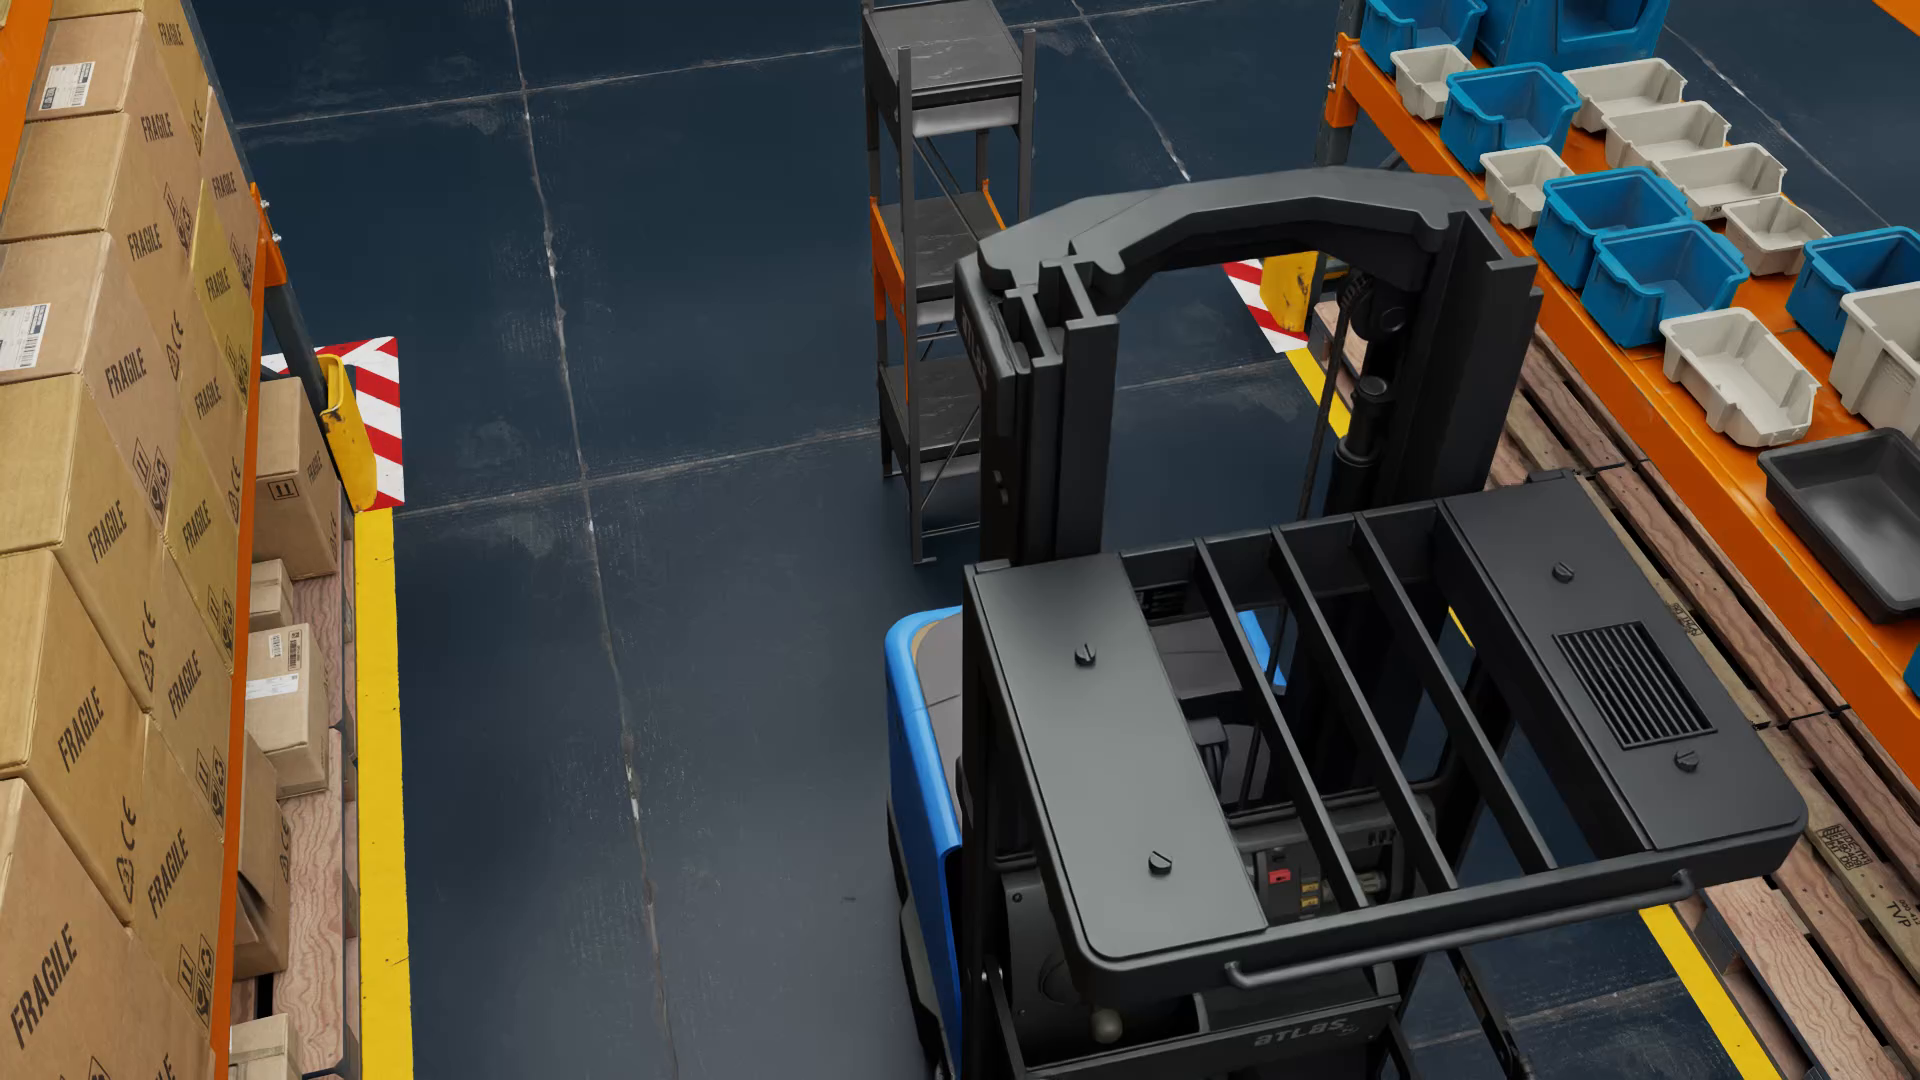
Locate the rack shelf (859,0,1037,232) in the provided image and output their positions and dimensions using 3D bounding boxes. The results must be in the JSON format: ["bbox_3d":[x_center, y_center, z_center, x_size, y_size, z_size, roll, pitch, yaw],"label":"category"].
[{"bbox_3d":[-0.042,-1.330,5.122,0.431,0.518,0.480,-11,47,-10],"label":"rack shelf"}]

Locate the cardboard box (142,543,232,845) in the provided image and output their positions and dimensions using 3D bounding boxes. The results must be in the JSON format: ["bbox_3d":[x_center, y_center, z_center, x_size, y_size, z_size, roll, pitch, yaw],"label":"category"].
[{"bbox_3d":[-1.964,0.391,3.696,0.500,0.500,0.500,-11,47,-11],"label":"cardboard box"}]

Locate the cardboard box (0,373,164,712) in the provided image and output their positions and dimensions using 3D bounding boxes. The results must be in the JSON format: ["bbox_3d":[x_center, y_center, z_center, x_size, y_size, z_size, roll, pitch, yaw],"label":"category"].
[{"bbox_3d":[-1.949,0.054,3.327,0.500,0.500,0.500,-12,47,-11],"label":"cardboard box"}]

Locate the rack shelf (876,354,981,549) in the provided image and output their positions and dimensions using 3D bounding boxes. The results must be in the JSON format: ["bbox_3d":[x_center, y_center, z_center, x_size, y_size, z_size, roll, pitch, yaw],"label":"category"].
[{"bbox_3d":[-0.042,-0.350,6.122,0.431,0.518,0.480,-11,47,-10],"label":"rack shelf"}]

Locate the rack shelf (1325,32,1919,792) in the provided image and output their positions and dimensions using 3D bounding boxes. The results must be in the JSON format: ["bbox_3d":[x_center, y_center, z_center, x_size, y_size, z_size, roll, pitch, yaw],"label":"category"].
[{"bbox_3d":[2.441,-0.505,5.149,1.077,0.370,4.000,-11,47,-10],"label":"rack shelf"}]

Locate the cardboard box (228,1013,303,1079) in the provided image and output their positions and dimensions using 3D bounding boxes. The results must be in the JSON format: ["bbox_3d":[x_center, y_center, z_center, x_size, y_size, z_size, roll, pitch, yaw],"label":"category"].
[{"bbox_3d":[-1.966,1.440,4.415,0.380,0.166,0.250,-11,47,-10],"label":"cardboard box"}]

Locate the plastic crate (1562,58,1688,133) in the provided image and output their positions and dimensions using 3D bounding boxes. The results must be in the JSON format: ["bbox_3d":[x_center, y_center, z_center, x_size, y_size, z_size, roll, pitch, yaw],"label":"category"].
[{"bbox_3d":[2.312,-1.537,5.798,0.396,0.136,0.243,-11,47,-10],"label":"plastic crate"}]

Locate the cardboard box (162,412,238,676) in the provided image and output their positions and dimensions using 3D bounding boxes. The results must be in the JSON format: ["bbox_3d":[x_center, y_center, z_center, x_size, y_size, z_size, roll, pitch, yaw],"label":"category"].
[{"bbox_3d":[-2.095,0.040,4.040,0.500,0.500,0.500,-11,47,-11],"label":"cardboard box"}]

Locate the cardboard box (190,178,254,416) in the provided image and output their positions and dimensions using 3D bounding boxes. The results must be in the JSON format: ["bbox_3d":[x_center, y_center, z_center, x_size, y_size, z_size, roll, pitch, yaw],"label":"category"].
[{"bbox_3d":[-2.347,-0.653,4.720,0.500,0.500,0.500,-10,46,-10],"label":"cardboard box"}]

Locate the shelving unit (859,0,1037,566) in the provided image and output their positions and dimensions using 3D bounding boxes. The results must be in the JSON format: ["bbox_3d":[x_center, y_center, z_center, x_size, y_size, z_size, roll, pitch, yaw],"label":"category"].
[{"bbox_3d":[-0.042,-0.849,5.612,0.431,2.100,0.503,-11,47,-10],"label":"shelving unit"}]

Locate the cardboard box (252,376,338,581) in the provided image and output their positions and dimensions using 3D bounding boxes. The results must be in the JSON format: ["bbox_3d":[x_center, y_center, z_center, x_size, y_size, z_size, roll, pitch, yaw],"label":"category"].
[{"bbox_3d":[-2.483,-0.184,5.772,0.500,0.500,0.500,-11,47,-10],"label":"cardboard box"}]

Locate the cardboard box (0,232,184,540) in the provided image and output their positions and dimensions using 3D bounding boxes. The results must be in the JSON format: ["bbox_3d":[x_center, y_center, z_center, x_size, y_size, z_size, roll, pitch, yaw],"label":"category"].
[{"bbox_3d":[-2.082,-0.303,3.676,0.500,0.500,0.500,-9,46,-9],"label":"cardboard box"}]

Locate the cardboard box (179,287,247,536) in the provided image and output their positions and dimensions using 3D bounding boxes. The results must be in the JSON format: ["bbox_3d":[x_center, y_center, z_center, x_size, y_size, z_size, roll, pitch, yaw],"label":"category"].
[{"bbox_3d":[-2.224,-0.307,4.381,0.500,0.500,0.500,-10,46,-10],"label":"cardboard box"}]

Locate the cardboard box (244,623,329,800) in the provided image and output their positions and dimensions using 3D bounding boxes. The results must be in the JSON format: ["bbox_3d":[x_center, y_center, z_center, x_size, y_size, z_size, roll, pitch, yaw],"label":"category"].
[{"bbox_3d":[-2.269,0.565,5.213,0.500,0.250,0.500,-11,47,-10],"label":"cardboard box"}]

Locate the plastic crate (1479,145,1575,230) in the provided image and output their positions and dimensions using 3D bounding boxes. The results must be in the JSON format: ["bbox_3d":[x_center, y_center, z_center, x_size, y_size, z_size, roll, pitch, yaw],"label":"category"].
[{"bbox_3d":[1.849,-1.131,5.401,0.250,0.136,0.298,-11,47,-10],"label":"plastic crate"}]

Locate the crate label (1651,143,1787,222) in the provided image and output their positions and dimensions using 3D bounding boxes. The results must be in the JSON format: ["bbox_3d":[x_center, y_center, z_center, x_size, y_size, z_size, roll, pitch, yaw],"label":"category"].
[{"bbox_3d":[2.467,-1.146,5.416,0.396,0.136,0.243,-11,47,-10],"label":"crate label"}]

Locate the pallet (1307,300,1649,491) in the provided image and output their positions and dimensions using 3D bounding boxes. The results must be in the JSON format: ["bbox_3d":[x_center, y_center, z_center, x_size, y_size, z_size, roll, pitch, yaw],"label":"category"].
[{"bbox_3d":[2.102,-0.586,6.676,1.003,0.211,1.213,-11,47,-10],"label":"pallet"}]

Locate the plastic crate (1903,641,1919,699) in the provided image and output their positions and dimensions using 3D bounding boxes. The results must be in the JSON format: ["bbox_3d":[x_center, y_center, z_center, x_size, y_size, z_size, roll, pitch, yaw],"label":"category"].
[{"bbox_3d":[2.503,0.348,3.778,0.392,0.384,0.575,-11,47,-10],"label":"plastic crate"}]

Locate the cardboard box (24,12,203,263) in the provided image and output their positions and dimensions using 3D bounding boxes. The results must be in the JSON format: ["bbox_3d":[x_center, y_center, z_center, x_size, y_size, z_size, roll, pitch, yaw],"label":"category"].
[{"bbox_3d":[-2.351,-1.014,4.374,0.500,0.500,0.500,-10,46,-9],"label":"cardboard box"}]

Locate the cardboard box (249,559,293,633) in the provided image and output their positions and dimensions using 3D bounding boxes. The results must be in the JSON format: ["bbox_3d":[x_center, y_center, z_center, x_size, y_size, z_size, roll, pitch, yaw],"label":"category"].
[{"bbox_3d":[-2.467,0.229,5.601,0.380,0.166,0.250,-11,47,-10],"label":"cardboard box"}]

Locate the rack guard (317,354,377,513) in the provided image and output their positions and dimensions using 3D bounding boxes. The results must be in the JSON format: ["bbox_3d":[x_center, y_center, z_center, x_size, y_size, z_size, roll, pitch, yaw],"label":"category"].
[{"bbox_3d":[-2.841,-0.308,6.201,1.175,0.500,0.348,-11,47,-10],"label":"rack guard"}]

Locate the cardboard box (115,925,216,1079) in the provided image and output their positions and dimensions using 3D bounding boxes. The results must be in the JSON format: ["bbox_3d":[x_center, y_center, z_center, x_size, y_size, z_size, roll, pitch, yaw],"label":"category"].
[{"bbox_3d":[-1.704,1.090,3.012,0.500,0.500,0.500,-10,46,-9],"label":"cardboard box"}]

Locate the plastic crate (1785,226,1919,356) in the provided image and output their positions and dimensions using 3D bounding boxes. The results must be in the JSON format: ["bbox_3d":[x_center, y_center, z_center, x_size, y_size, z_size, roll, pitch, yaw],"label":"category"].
[{"bbox_3d":[2.702,-0.729,4.940,0.416,0.233,0.300,-11,47,-10],"label":"plastic crate"}]

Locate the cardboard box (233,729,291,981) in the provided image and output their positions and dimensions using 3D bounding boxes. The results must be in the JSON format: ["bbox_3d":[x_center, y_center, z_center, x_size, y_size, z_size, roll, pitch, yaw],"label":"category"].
[{"bbox_3d":[-2.323,0.950,4.658,0.797,0.503,0.637,-11,47,-10],"label":"cardboard box"}]

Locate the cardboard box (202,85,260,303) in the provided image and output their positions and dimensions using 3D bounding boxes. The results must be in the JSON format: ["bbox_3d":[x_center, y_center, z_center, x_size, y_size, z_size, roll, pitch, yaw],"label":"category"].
[{"bbox_3d":[-2.483,-1.010,5.070,0.500,0.500,0.500,-9,46,-9],"label":"cardboard box"}]

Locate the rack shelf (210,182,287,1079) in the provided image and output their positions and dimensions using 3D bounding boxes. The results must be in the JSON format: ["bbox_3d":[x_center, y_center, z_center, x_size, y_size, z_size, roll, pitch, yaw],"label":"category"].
[{"bbox_3d":[-2.349,0.398,4.264,1.077,0.370,4.000,-11,47,-10],"label":"rack shelf"}]

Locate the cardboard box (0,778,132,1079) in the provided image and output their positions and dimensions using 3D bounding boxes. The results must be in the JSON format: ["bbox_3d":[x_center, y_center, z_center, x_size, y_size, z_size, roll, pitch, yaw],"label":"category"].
[{"bbox_3d":[-1.685,0.765,2.630,0.500,0.500,0.500,-10,46,-9],"label":"cardboard box"}]

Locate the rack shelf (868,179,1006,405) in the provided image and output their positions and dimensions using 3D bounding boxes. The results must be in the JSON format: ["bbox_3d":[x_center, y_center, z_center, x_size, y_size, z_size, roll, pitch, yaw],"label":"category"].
[{"bbox_3d":[-0.042,-0.840,5.622,0.431,0.518,0.480,-11,47,-10],"label":"rack shelf"}]

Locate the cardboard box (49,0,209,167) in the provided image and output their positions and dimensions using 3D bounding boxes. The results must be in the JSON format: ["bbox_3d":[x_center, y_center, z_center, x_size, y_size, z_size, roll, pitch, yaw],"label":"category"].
[{"bbox_3d":[-2.481,-1.363,4.715,0.500,0.500,0.500,-11,47,-11],"label":"cardboard box"}]

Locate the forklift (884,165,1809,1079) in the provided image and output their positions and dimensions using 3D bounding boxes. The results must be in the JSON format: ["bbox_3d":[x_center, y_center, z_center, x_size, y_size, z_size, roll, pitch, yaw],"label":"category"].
[{"bbox_3d":[0.599,0.889,3.327,1.130,2.935,3.031,-9,46,-9],"label":"forklift"}]

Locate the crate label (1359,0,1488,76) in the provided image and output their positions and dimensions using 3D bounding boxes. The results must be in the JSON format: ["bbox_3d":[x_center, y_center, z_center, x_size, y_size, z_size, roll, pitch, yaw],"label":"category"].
[{"bbox_3d":[1.673,-1.870,6.057,0.416,0.233,0.303,-11,47,-10],"label":"crate label"}]

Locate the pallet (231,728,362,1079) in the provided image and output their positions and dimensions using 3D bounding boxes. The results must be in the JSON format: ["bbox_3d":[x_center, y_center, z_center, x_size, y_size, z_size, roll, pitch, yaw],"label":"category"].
[{"bbox_3d":[-2.327,1.185,4.941,1.003,0.211,1.213,-11,47,-10],"label":"pallet"}]

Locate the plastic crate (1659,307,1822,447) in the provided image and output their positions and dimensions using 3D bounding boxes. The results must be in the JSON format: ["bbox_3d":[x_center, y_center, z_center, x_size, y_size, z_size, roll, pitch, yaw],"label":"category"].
[{"bbox_3d":[2.216,-0.452,4.736,0.293,0.136,0.466,-11,47,-10],"label":"plastic crate"}]

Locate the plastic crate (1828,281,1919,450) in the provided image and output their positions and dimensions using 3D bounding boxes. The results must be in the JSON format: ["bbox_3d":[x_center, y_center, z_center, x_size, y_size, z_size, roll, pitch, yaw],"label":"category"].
[{"bbox_3d":[2.740,-0.444,4.626,0.437,0.282,0.530,-11,47,-10],"label":"plastic crate"}]

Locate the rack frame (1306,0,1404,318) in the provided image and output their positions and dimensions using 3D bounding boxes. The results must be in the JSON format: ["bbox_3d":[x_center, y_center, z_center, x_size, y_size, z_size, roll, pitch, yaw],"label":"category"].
[{"bbox_3d":[1.929,-2.138,6.245,1.000,3.000,0.127,-11,47,-10],"label":"rack frame"}]

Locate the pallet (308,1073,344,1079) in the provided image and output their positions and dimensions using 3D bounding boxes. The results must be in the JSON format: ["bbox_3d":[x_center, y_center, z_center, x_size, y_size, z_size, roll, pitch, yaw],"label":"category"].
[{"bbox_3d":[-2.012,2.028,4.114,1.003,0.211,1.213,-11,47,-10],"label":"pallet"}]

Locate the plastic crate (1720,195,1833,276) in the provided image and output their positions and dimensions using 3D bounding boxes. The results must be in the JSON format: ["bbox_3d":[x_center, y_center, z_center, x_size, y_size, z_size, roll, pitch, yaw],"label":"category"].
[{"bbox_3d":[2.561,-0.945,5.219,0.298,0.136,0.250,-11,47,-10],"label":"plastic crate"}]

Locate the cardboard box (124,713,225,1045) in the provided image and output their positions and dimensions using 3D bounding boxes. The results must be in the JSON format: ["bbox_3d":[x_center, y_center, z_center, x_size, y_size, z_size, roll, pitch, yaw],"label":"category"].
[{"bbox_3d":[-1.838,0.737,3.357,0.500,0.500,0.500,-10,46,-10],"label":"cardboard box"}]

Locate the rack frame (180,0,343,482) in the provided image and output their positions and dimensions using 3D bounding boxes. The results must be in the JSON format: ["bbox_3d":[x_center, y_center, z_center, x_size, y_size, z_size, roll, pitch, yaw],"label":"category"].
[{"bbox_3d":[-2.861,-1.235,5.360,1.000,3.000,0.127,-11,47,-10],"label":"rack frame"}]

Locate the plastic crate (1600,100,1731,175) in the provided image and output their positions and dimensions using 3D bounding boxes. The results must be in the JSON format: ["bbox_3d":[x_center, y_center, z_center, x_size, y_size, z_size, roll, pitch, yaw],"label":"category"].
[{"bbox_3d":[2.373,-1.334,5.600,0.396,0.136,0.243,-11,47,-10],"label":"plastic crate"}]

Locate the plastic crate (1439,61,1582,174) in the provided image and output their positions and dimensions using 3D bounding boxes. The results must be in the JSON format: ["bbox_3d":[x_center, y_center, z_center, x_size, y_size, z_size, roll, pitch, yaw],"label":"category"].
[{"bbox_3d":[1.842,-1.415,5.612,0.416,0.233,0.300,-11,47,-10],"label":"plastic crate"}]

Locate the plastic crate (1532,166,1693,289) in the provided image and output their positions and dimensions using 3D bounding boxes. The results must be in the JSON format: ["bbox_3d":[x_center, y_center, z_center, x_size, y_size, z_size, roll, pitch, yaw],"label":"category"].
[{"bbox_3d":[2.011,-0.961,5.166,0.416,0.233,0.300,-11,47,-10],"label":"plastic crate"}]

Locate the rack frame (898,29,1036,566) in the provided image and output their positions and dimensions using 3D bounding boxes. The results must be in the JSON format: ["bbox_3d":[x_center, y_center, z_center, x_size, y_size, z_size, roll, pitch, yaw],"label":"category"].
[{"bbox_3d":[0.020,-0.681,5.447,0.400,2.100,0.015,-11,47,-10],"label":"rack frame"}]

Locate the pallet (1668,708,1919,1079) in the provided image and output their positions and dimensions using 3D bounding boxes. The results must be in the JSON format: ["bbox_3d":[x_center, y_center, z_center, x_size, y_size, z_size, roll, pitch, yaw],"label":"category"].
[{"bbox_3d":[2.727,1.099,5.025,1.003,0.211,1.213,-11,47,-10],"label":"pallet"}]

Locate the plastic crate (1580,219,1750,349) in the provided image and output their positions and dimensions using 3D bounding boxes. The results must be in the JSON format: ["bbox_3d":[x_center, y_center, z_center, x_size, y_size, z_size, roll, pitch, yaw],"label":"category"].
[{"bbox_3d":[2.087,-0.754,4.963,0.416,0.233,0.300,-11,47,-10],"label":"plastic crate"}]

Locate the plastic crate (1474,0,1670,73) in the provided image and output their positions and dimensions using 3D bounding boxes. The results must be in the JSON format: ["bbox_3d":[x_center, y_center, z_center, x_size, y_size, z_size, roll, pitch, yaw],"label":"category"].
[{"bbox_3d":[2.195,-1.974,6.018,0.616,0.435,0.499,-11,47,-10],"label":"plastic crate"}]

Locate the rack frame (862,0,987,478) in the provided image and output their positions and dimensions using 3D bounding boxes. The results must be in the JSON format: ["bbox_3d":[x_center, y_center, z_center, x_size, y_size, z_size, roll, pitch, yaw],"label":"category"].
[{"bbox_3d":[-0.105,-1.018,5.777,0.400,2.100,0.015,-11,47,-10],"label":"rack frame"}]

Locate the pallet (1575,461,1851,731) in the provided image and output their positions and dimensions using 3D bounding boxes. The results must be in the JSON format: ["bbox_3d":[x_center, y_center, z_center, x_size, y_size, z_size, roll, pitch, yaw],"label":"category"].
[{"bbox_3d":[2.411,0.255,5.852,1.003,0.211,1.213,-11,47,-10],"label":"pallet"}]

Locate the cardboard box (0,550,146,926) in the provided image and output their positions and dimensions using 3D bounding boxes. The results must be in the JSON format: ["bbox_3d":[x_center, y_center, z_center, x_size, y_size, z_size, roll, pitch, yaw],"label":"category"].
[{"bbox_3d":[-1.818,0.409,2.979,0.500,0.500,0.500,-12,47,-12],"label":"cardboard box"}]

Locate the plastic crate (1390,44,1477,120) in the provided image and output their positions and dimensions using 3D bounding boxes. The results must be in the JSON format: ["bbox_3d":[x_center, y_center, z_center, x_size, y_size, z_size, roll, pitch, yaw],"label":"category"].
[{"bbox_3d":[1.676,-1.599,5.860,0.250,0.136,0.298,-11,47,-10],"label":"plastic crate"}]

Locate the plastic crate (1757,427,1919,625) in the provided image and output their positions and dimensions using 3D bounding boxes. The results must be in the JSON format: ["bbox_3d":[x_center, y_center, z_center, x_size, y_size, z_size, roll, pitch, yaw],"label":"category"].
[{"bbox_3d":[2.406,-0.025,4.325,0.437,0.125,0.590,-11,47,-10],"label":"plastic crate"}]

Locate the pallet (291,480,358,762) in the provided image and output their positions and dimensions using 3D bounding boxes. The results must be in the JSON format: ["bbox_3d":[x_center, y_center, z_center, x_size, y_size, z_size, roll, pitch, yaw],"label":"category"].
[{"bbox_3d":[-2.636,0.344,5.765,1.003,0.211,1.213,-11,47,-10],"label":"pallet"}]

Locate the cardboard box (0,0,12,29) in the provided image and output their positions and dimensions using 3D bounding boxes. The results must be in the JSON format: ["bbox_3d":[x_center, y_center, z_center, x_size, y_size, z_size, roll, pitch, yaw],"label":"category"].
[{"bbox_3d":[-2.216,-1.236,3.366,0.500,0.250,0.500,-11,47,-10],"label":"cardboard box"}]

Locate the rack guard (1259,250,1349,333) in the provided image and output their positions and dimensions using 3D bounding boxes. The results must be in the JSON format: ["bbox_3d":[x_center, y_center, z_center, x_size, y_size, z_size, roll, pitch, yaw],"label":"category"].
[{"bbox_3d":[1.910,-1.277,7.152,1.175,0.500,0.348,-11,47,-10],"label":"rack guard"}]

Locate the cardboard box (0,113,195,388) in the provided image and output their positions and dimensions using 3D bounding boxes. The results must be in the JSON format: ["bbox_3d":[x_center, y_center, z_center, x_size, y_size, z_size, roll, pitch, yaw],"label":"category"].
[{"bbox_3d":[-2.214,-0.657,4.024,0.500,0.500,0.500,-10,46,-9],"label":"cardboard box"}]
